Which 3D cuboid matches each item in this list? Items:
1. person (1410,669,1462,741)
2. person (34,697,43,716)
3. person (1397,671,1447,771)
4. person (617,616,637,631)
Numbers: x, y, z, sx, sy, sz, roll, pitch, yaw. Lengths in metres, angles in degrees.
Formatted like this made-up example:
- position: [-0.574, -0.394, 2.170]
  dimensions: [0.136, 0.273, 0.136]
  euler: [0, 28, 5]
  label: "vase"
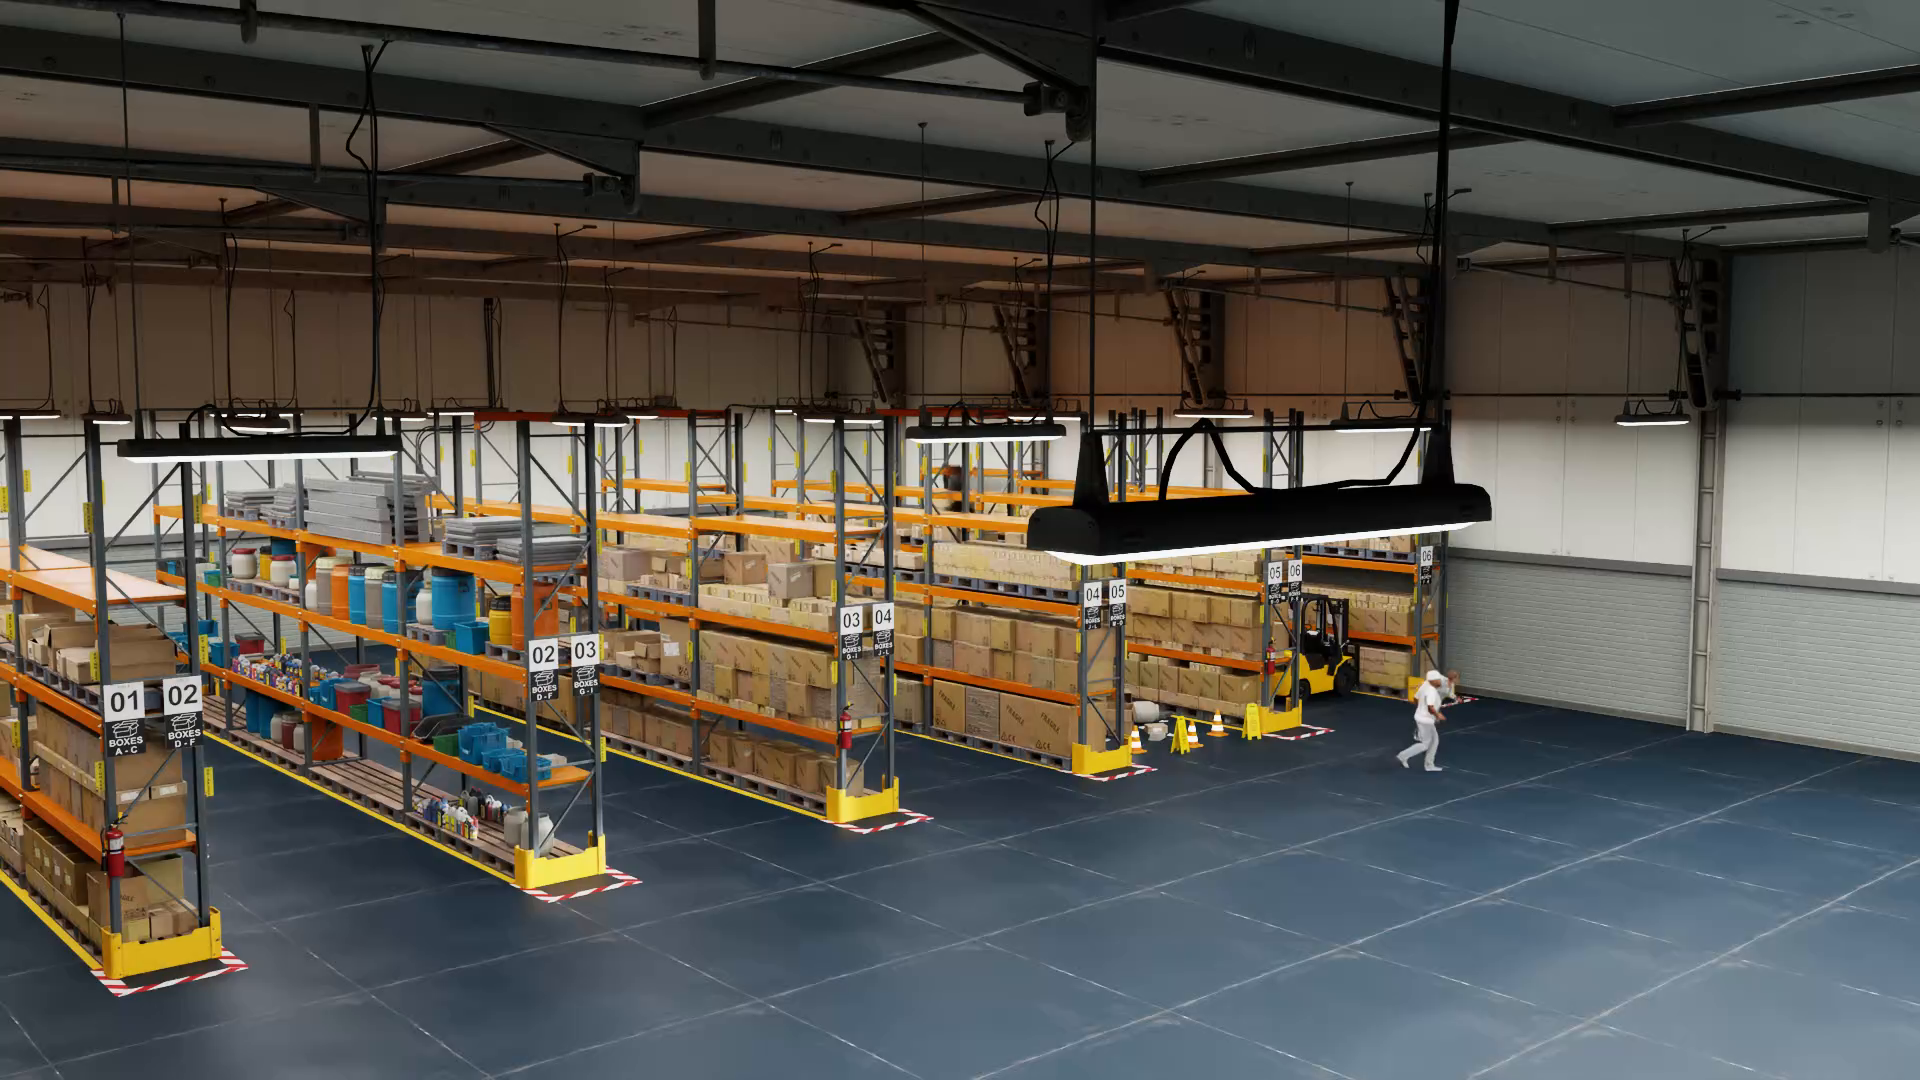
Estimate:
- position: [8.666, 2.999, 30.130]
  dimensions: [0.543, 1.372, 0.901]
  euler: [-4, 7, -40]
  label: "person"
- position: [-16.777, 2.791, 30.239]
  dimensions: [0.652, 1.784, 0.798]
  euler: [-5, 7, -45]
  label: "person"
- position: [7.719, 3.036, 27.844]
  dimensions: [0.797, 1.717, 0.704]
  euler: [0, 5, 4]
  label: "person"
- position: [-8.292, 1.868, 41.501]
  dimensions: [0.446, 1.640, 0.615]
  euler: [1, 5, 14]
  label: "person"
